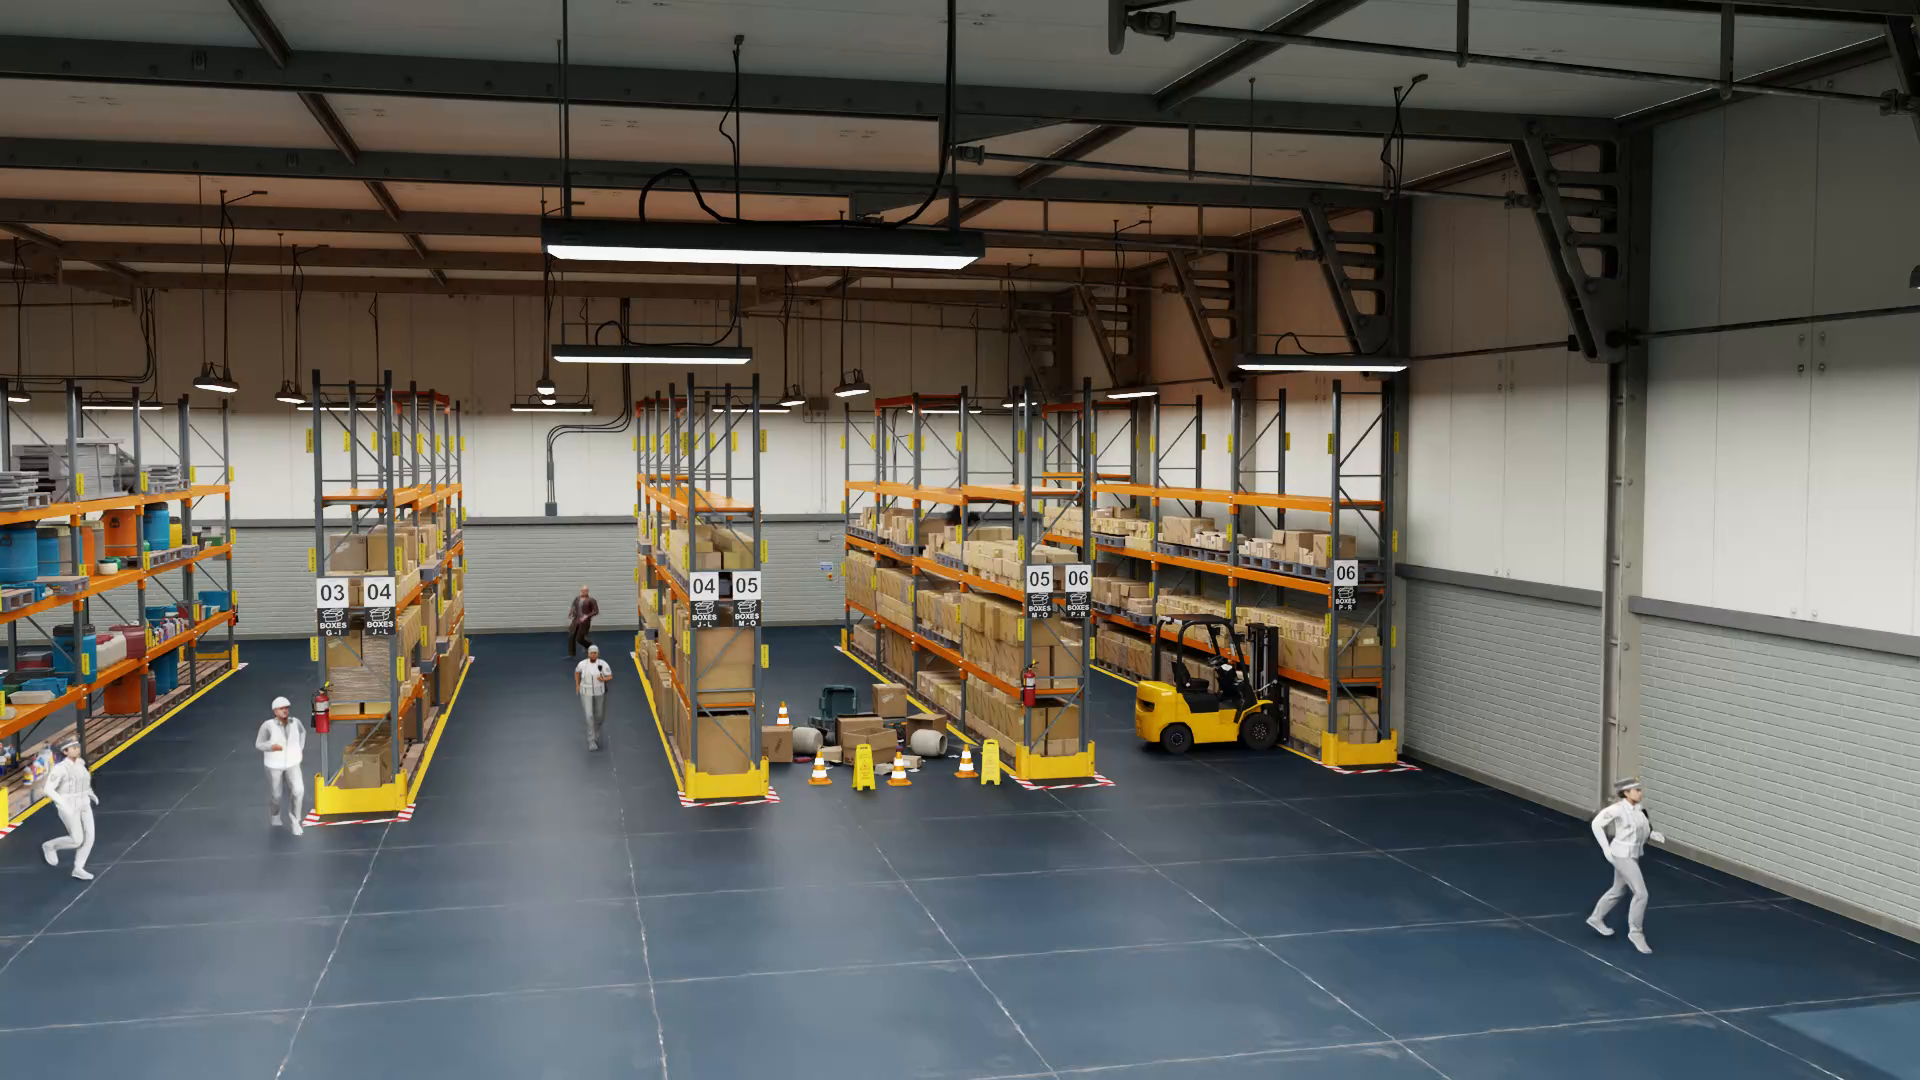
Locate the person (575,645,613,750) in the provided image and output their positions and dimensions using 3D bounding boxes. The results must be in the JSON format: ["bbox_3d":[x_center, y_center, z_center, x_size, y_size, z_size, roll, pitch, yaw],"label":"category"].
[{"bbox_3d":[-6.051,2.561,27.482,0.599,1.668,0.937,-1,3,-16],"label":"person"}]

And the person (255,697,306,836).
[{"bbox_3d":[-8.706,2.899,21.374,0.673,1.798,0.811,-2,4,-35],"label":"person"}]

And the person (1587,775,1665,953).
[{"bbox_3d":[6.653,3.206,16.630,0.741,1.753,0.585,3,5,43],"label":"person"}]

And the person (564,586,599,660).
[{"bbox_3d":[-8.747,1.914,38.646,0.763,1.710,0.866,1,4,20],"label":"person"}]

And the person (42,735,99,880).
[{"bbox_3d":[-10.268,3.076,19.189,0.598,1.665,0.627,1,3,15],"label":"person"}]
